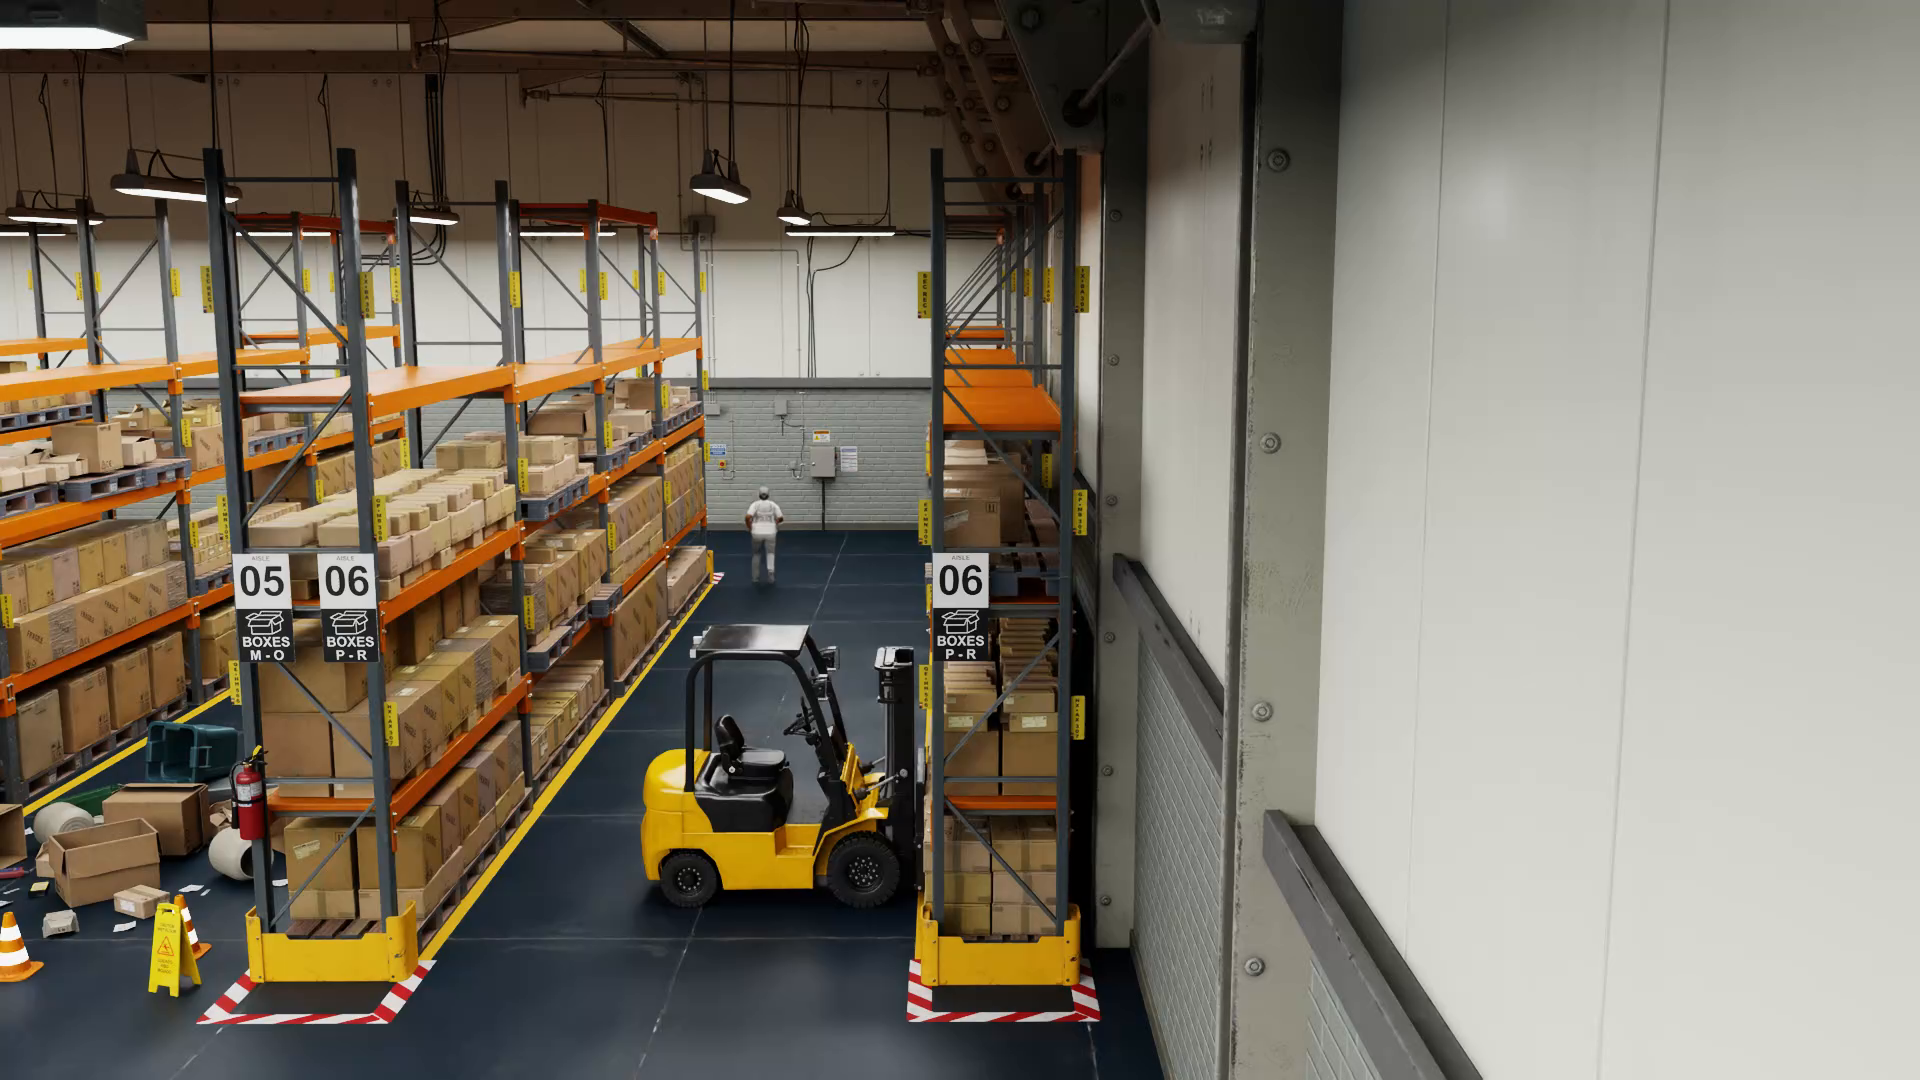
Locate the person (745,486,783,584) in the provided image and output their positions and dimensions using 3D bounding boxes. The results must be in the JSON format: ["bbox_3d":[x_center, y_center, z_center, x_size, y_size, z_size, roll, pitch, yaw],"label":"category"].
[{"bbox_3d":[-3.247,-0.062,27.587,0.632,1.658,0.862,-1,9,-9],"label":"person"}]
